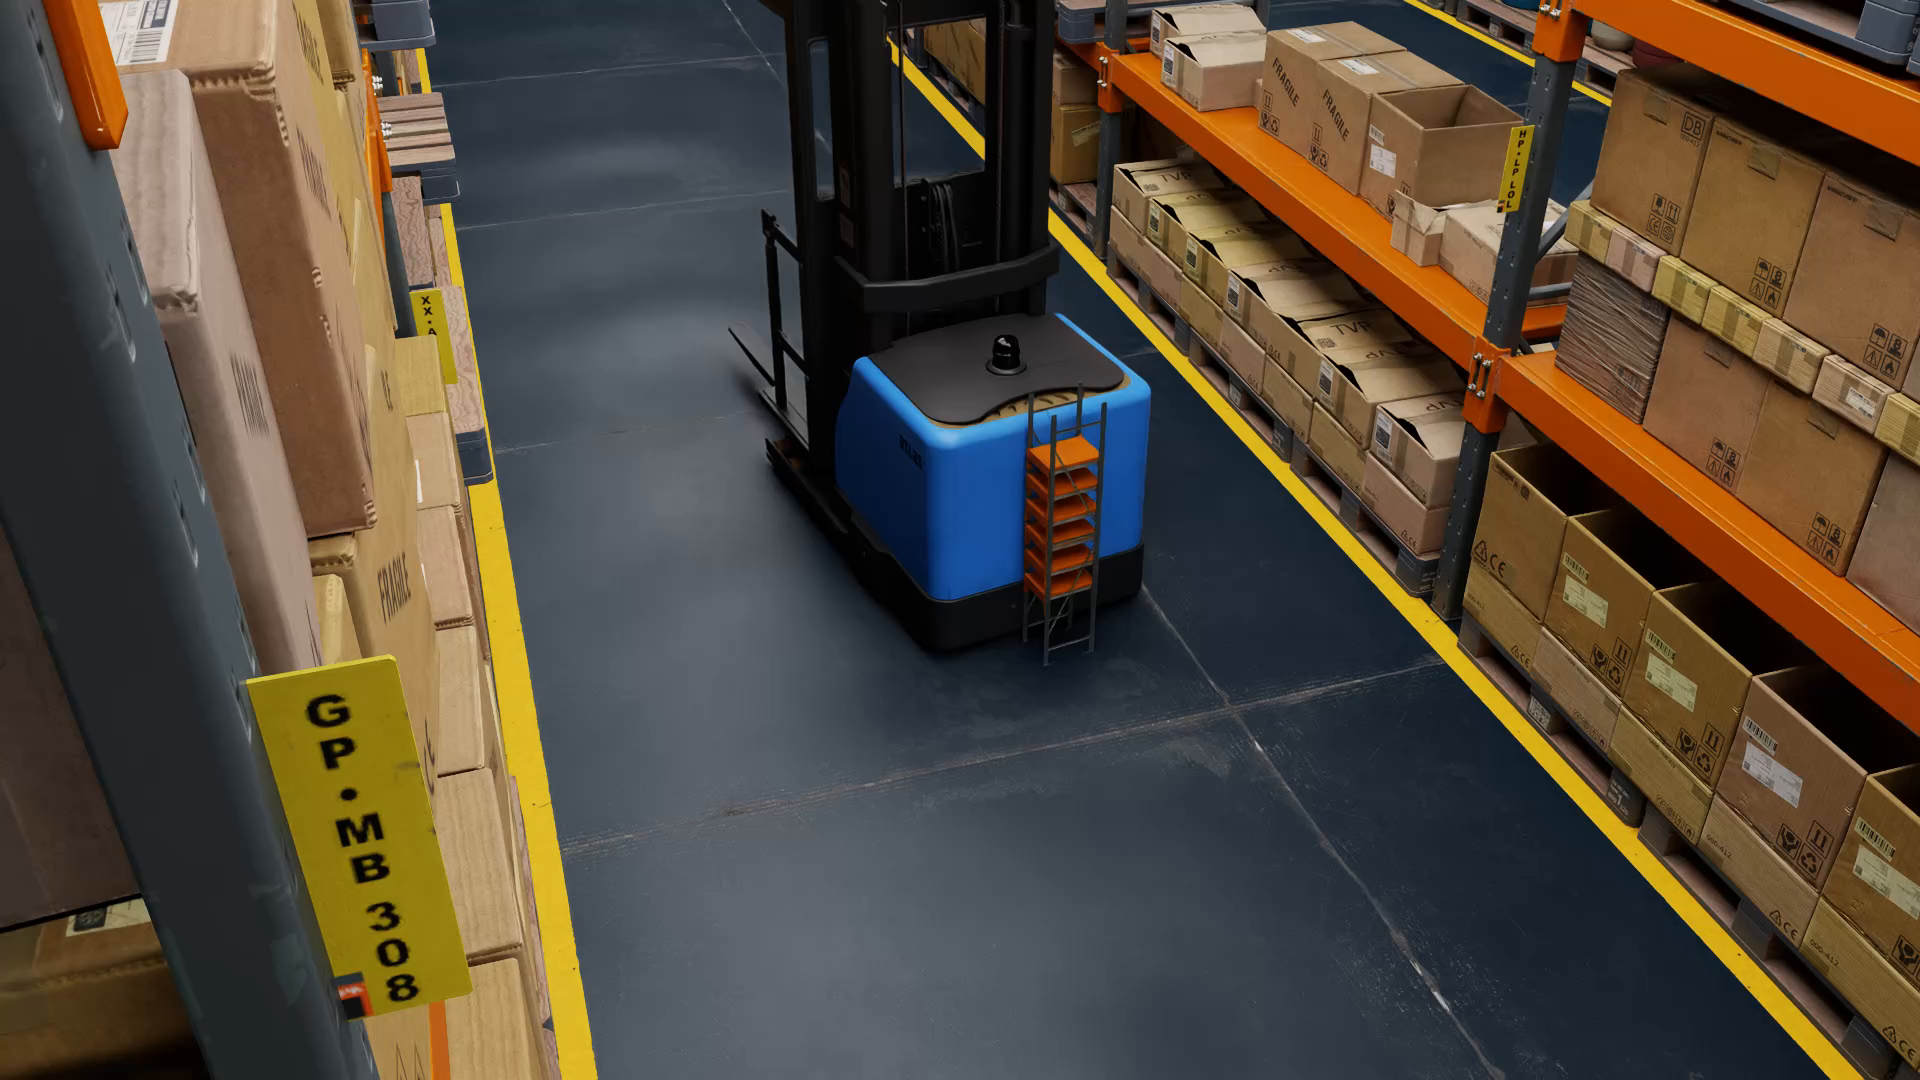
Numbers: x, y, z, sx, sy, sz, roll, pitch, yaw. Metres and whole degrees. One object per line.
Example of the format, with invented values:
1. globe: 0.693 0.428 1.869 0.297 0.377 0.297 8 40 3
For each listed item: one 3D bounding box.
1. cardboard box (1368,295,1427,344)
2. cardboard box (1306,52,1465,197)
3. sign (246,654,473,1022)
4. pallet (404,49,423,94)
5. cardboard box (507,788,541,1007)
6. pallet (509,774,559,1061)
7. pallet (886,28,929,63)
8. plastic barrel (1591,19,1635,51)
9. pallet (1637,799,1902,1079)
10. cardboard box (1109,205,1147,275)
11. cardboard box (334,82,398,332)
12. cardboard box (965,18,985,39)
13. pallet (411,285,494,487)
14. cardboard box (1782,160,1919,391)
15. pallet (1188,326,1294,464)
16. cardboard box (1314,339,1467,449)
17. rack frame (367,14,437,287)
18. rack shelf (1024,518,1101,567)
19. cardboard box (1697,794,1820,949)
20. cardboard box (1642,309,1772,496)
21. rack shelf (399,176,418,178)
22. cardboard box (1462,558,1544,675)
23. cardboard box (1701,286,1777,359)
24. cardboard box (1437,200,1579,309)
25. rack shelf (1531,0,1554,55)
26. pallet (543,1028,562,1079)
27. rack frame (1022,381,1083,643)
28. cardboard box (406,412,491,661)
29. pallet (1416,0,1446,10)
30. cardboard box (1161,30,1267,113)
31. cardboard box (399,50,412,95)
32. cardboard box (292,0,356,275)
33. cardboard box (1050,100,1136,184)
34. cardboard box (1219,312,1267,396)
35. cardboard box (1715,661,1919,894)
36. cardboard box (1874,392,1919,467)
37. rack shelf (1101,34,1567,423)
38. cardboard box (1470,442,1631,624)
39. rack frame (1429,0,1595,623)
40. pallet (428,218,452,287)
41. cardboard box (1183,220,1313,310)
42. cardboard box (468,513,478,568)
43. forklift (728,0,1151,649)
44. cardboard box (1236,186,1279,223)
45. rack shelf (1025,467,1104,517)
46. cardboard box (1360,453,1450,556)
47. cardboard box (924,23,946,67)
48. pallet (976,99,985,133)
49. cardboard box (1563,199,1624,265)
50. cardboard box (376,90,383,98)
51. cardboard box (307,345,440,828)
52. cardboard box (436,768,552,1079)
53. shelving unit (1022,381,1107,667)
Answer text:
1. cardboard box: 2.361 -1.063 8.242 0.500 0.311 0.500 -11 35 -16
2. cardboard box: 2.024 -1.994 7.956 0.500 0.500 0.500 -10 35 -15
3. sign: -0.423 0.221 1.181 0.100 0.325 0.005 -10 35 -15
4. pallet: -4.758 -3.621 13.039 1.003 0.211 1.213 -10 35 -15
5. cardboard box: -1.260 0.868 3.833 0.500 0.250 0.500 -10 35 -14
6. pallet: -1.921 1.338 5.533 1.003 0.211 1.213 -10 35 -15
7. pallet: -0.092 -4.404 14.224 1.003 0.211 1.213 -10 35 -15
8. plastic barrel: 5.287 -4.204 13.266 0.421 0.512 0.421 0 33 0
9. pallet: 3.135 1.223 5.708 1.003 0.211 1.213 -10 35 -15
10. cardboard box: 1.216 -1.811 9.883 0.500 0.250 0.500 -10 35 -15
11. cardboard box: -1.423 -0.698 3.255 0.500 0.500 0.500 -11 35 -17
12. cardboard box: 0.337 -3.841 12.029 0.500 0.250 0.500 -10 35 -15
13. pallet: -2.255 -0.518 5.986 1.003 0.211 1.213 -10 35 -15
14. cardboard box: 3.005 -0.830 5.018 0.700 0.500 0.500 -10 35 -15
15. pallet: 1.919 -0.865 8.868 1.003 0.211 1.213 -10 35 -15
16. cardboard box: 1.995 -0.705 7.701 0.500 0.311 0.500 -9 35 -13
17. rack frame: -3.380 -2.272 8.467 1.000 3.000 0.127 -10 35 -15
18. rack shelf: 0.415 -0.008 6.755 0.258 0.103 0.180 -15 36 -22
19. cardboard box: 2.863 1.048 5.557 0.500 0.250 0.500 -10 35 -15
20. cardboard box: 2.865 -0.541 5.757 0.700 0.500 0.500 -10 35 -15
21. rack shelf: -2.770 -0.922 7.077 1.077 0.370 4.000 -10 35 -15
22. cardboard box: 2.409 0.260 6.750 0.500 0.250 0.500 -10 35 -15
23. cardboard box: 2.692 -0.741 5.472 0.380 0.149 0.250 -10 35 -15
24. cardboard box: 2.365 -1.195 6.974 0.500 0.250 0.500 -8 34 -12
25. rack shelf: 1.946 -3.008 7.513 1.077 0.370 4.000 -10 35 -15
26. pallet: -1.546 1.980 4.562 1.003 0.211 1.213 -10 35 -15
27. rack frame: 0.374 -0.091 6.799 0.240 1.200 0.006 -15 36 -22
28. cardboard box: -1.564 0.027 4.426 0.500 0.500 0.500 -10 35 -15
29. pallet: 4.573 -5.254 15.510 1.003 0.211 1.213 -10 35 -15
30. cardboard box: 1.425 -2.568 8.996 0.500 0.311 0.500 -10 35 -15
31. cardboard box: -4.004 -2.865 10.934 0.750 0.750 0.750 -9 35 -13
32. cardboard box: -1.098 -0.573 2.159 0.500 0.500 0.500 -9 35 -13
33. cardboard box: 0.827 -2.699 10.982 0.500 0.500 0.500 -9 34 -13
34. cardboard box: 1.691 -1.006 8.664 0.500 0.250 0.500 -9 35 -14
35. cardboard box: 2.859 0.736 5.349 0.500 0.500 0.500 -10 35 -15
36. cardboard box: 2.930 -0.333 4.854 0.380 0.149 0.250 -10 35 -15
37. rack shelf: 1.946 -1.757 8.340 1.077 0.370 4.000 -10 35 -15
38. cardboard box: 2.400 -0.052 6.540 0.500 0.500 0.500 -10 35 -15
39. rack frame: 2.556 -1.007 6.553 1.000 3.000 0.127 -10 35 -15
40. pallet: -3.549 -1.535 9.882 1.003 0.211 1.213 -10 35 -15
41. cardboard box: 1.538 -1.502 8.907 0.500 0.311 0.500 -11 35 -16
42. cardboard box: -1.727 0.080 5.026 0.500 0.250 0.500 -10 35 -15
43. forklift: -0.306 -1.564 7.459 1.130 2.935 3.031 -15 36 -22
44. cardboard box: 1.895 -1.864 9.454 0.500 0.311 0.500 -11 35 -15
45. rack shelf: 0.415 -0.209 6.622 0.258 0.103 0.180 -15 36 -22
46. cardboard box: 2.154 -0.204 7.451 0.500 0.250 0.500 -10 35 -15
47. cardboard box: 0.032 -4.053 13.031 0.500 0.500 0.500 -12 35 -17
48. pallet: 0.776 -2.981 12.070 1.003 0.211 1.213 -10 35 -15
49. cardboard box: 2.454 -1.146 6.084 0.380 0.149 0.250 -10 35 -15
50. cardboard box: -3.260 -2.387 8.852 0.380 0.149 0.250 -11 35 -15
51. cardboard box: -0.934 0.121 2.016 0.500 0.500 0.500 -8 34 -12
52. cardboard box: -1.092 0.835 3.203 0.500 0.500 0.500 -11 35 -16
53. shelving unit: 0.415 -0.045 6.730 0.258 1.200 0.189 -15 36 -22
